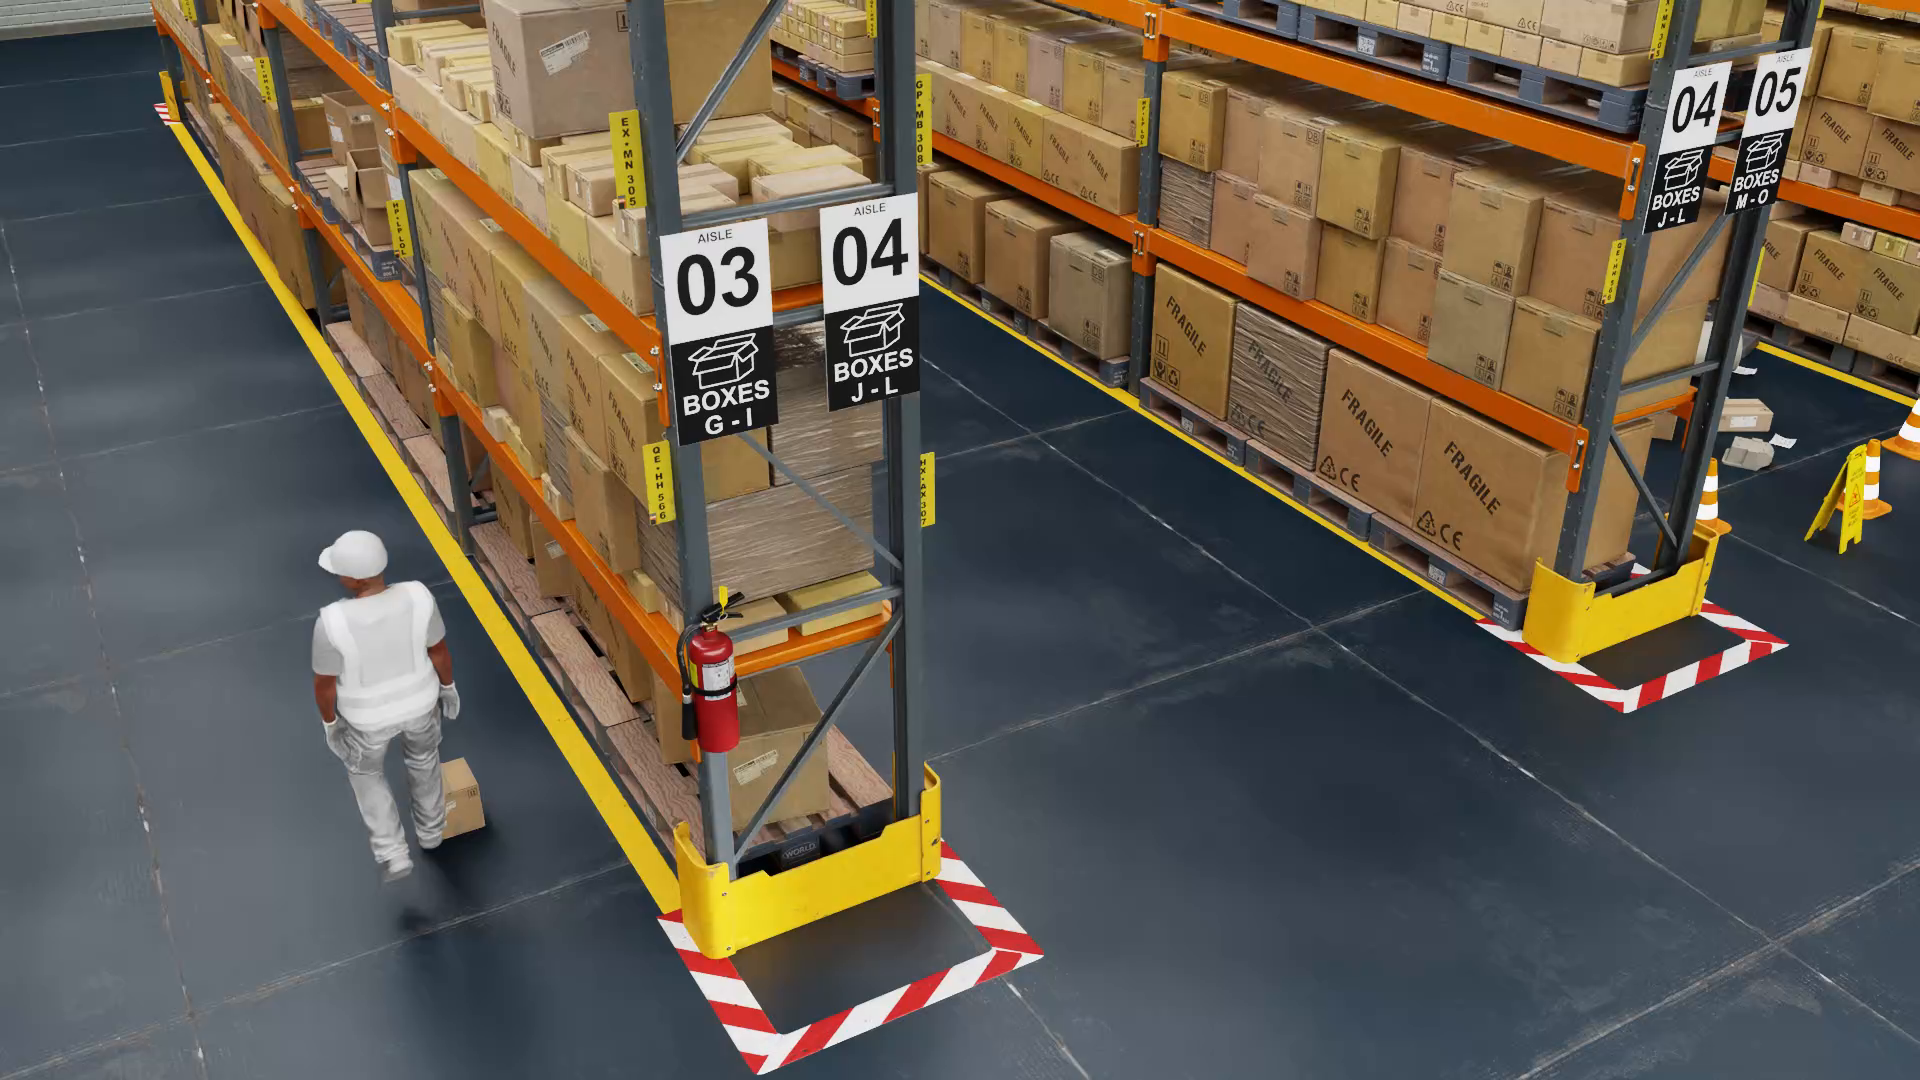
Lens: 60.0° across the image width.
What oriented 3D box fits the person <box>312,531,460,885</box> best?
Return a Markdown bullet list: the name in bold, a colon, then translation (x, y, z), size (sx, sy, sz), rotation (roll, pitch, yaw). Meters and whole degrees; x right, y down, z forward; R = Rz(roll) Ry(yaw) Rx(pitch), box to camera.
- **person**: translation (-2.486, 0.707, 7.247), size (0.589, 1.764, 0.728), rotation (-14, 32, -24)
